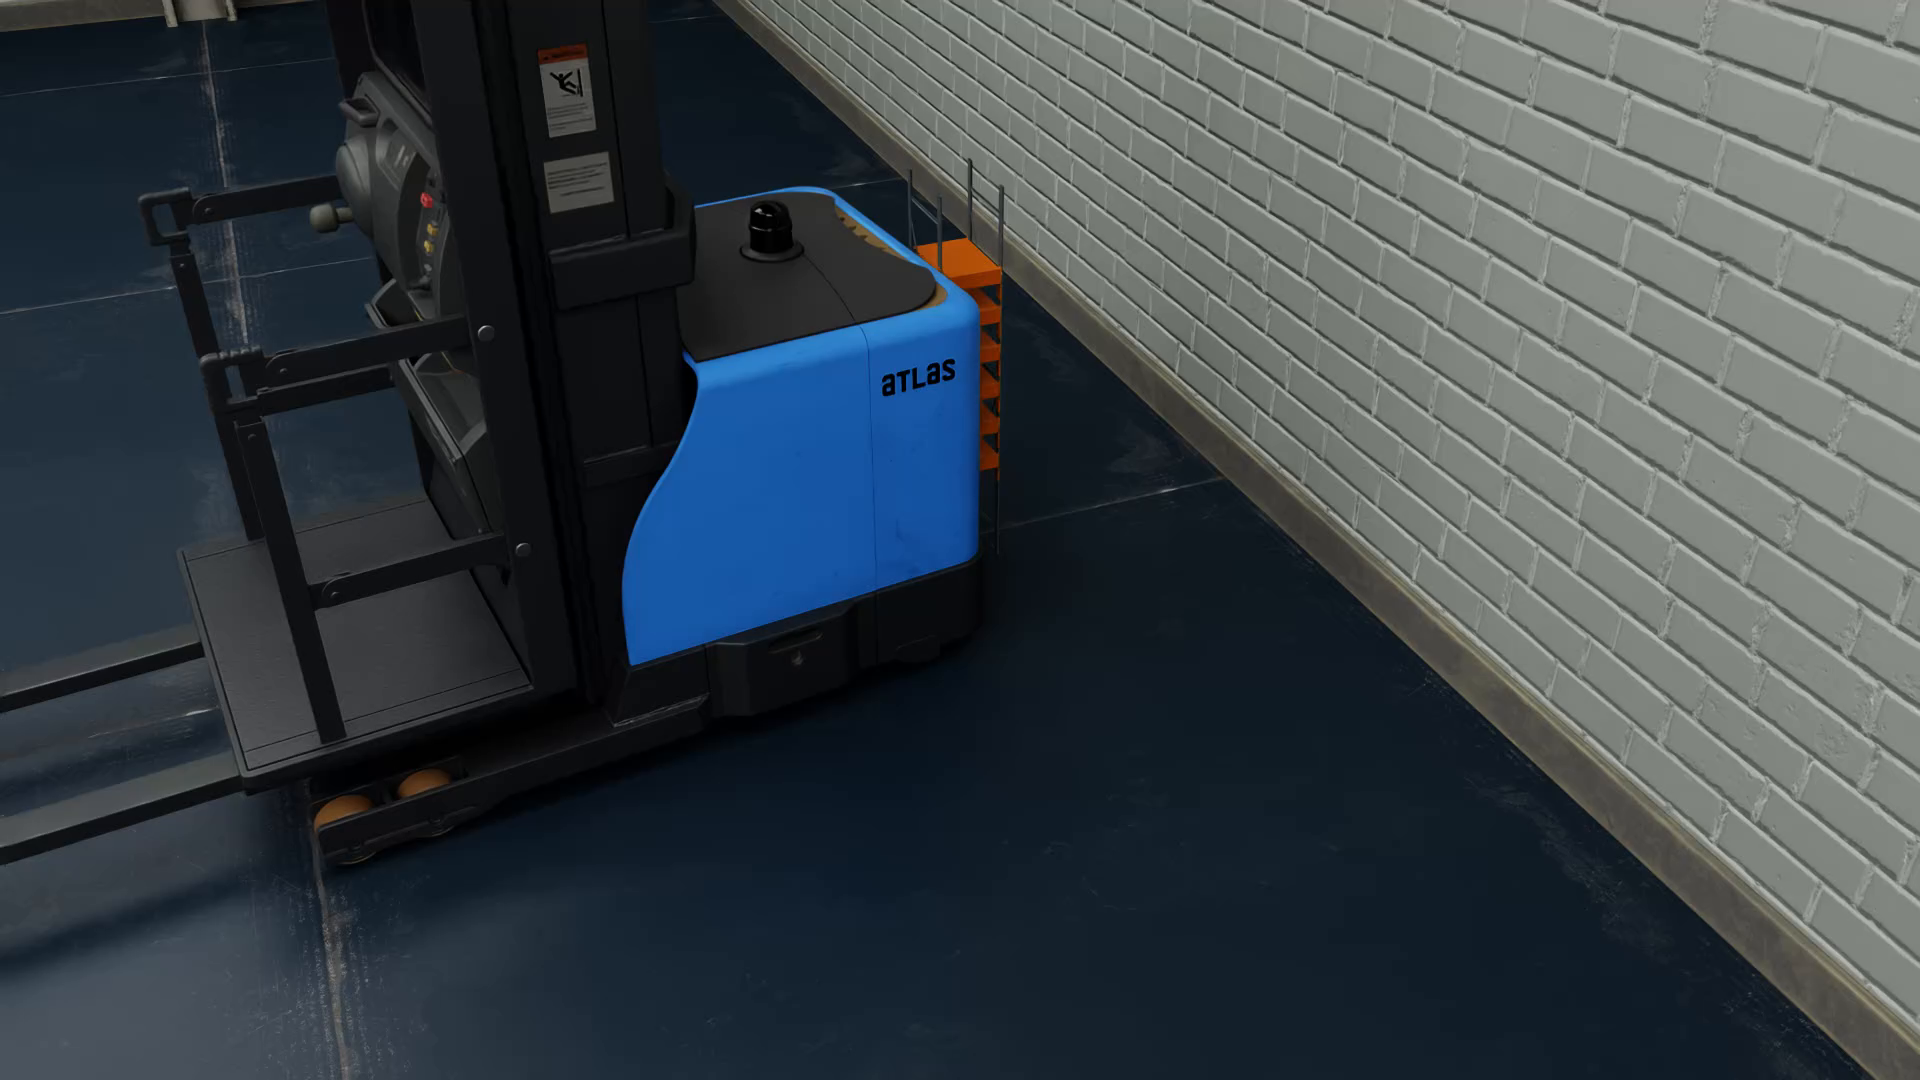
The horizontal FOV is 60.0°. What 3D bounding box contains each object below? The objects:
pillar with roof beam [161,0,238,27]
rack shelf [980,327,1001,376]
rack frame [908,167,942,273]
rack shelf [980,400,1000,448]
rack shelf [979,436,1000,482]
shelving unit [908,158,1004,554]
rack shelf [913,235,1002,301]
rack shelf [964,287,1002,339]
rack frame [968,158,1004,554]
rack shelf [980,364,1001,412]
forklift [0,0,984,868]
[{"bbox_3d":[-2.964,-4.804,4.382,0.400,9.000,9.100,-13,35,-19],"label":"pillar with roof beam"},{"bbox_3d":[-0.013,-0.563,4.877,0.180,0.103,0.258,-13,35,-19],"label":"rack shelf"},{"bbox_3d":[-0.098,-0.481,4.888,0.006,1.200,0.240,-13,35,-19],"label":"rack frame"},{"bbox_3d":[-0.013,-0.362,5.008,0.180,0.103,0.258,-13,35,-19],"label":"rack shelf"},{"bbox_3d":[-0.013,-0.261,5.073,0.180,0.103,0.258,-13,35,-19],"label":"rack shelf"},{"bbox_3d":[-0.013,-0.500,4.918,0.189,1.200,0.258,-13,35,-19],"label":"shelving unit"},{"bbox_3d":[-0.013,-0.764,4.746,0.180,0.103,0.258,-13,35,-19],"label":"rack shelf"},{"bbox_3d":[-0.013,-0.664,4.811,0.180,0.103,0.258,-13,35,-19],"label":"rack shelf"},{"bbox_3d":[0.071,-0.519,4.948,0.006,1.200,0.240,-13,35,-19],"label":"rack frame"},{"bbox_3d":[-0.013,-0.463,4.942,0.180,0.103,0.258,-13,35,-19],"label":"rack shelf"},{"bbox_3d":[-1.473,-0.772,3.749,3.031,2.935,1.130,-17,37,-24],"label":"forklift"}]
